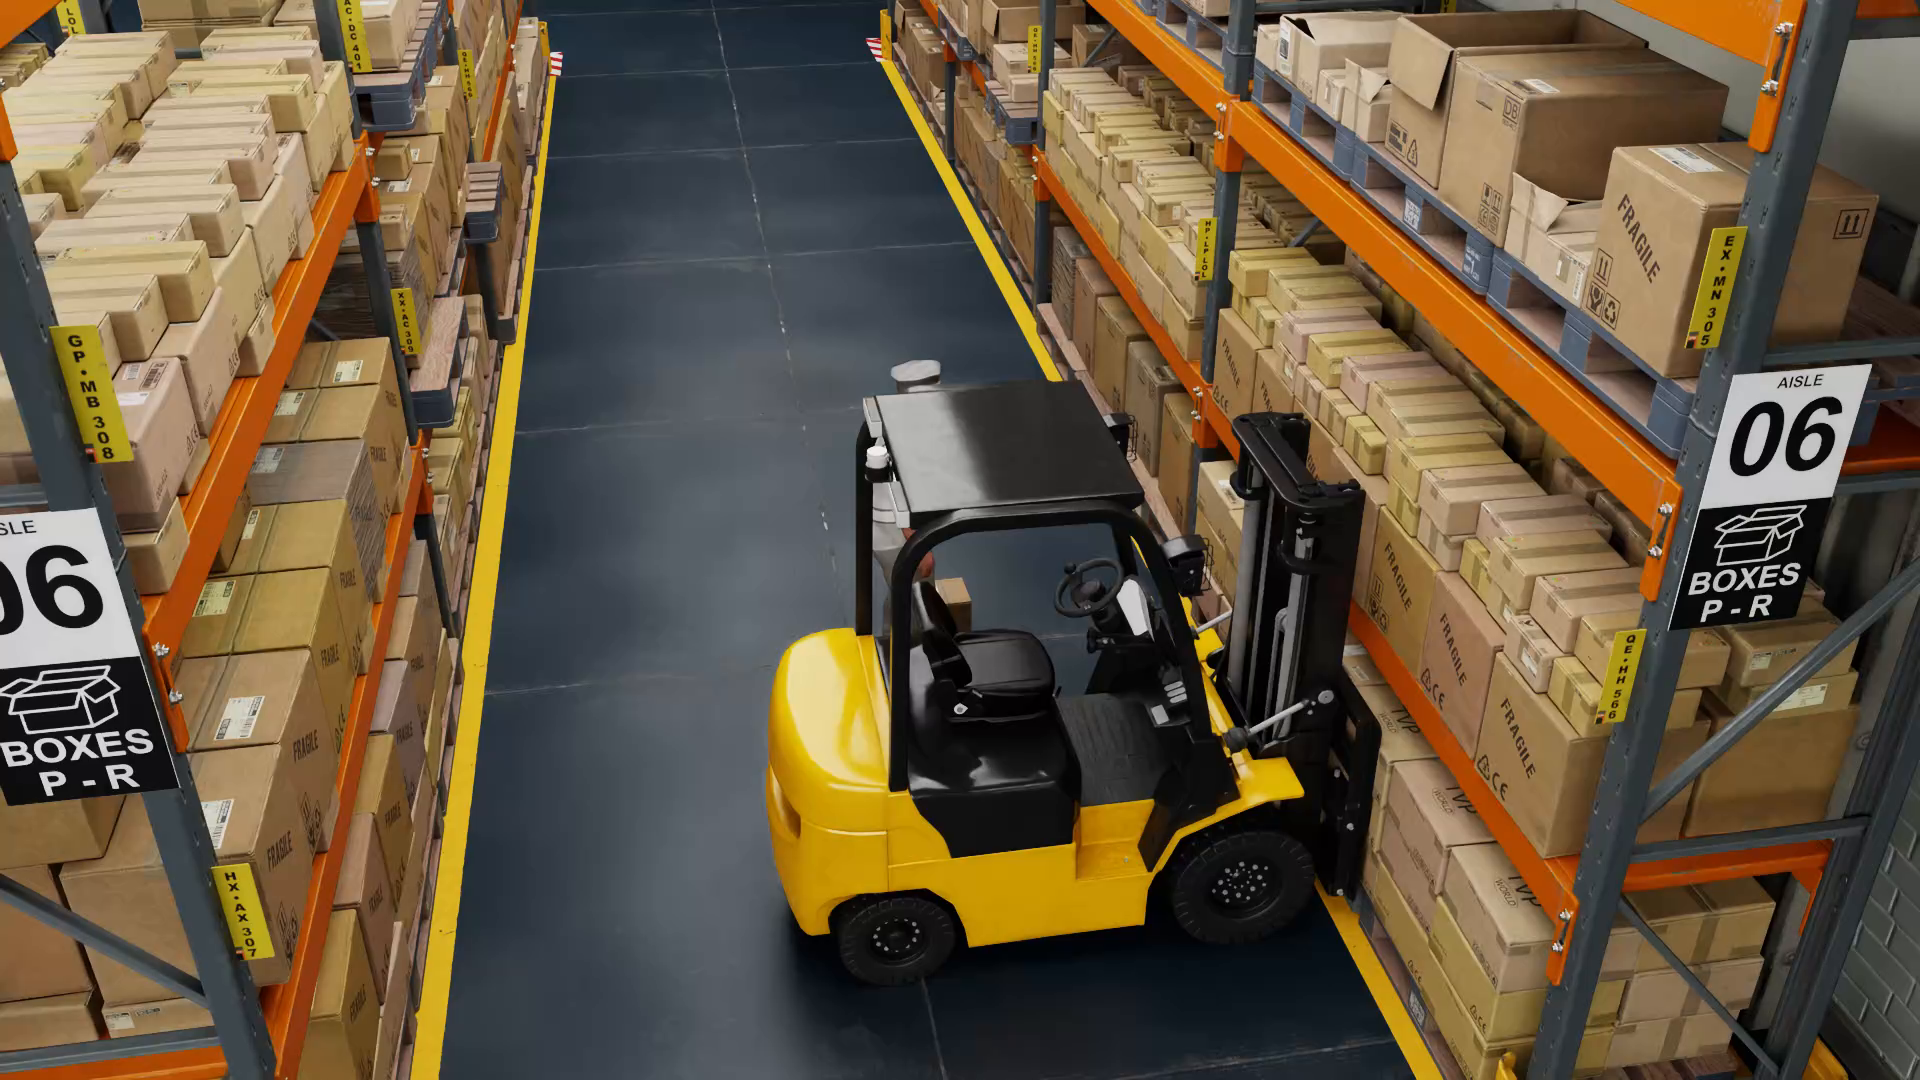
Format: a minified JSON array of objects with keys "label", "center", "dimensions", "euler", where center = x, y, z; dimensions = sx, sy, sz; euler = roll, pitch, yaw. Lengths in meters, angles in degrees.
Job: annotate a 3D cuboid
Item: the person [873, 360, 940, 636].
[{"label":"person","center":[-0.278,-0.052,8.218],"dimensions":[0.434,1.749,0.585],"euler":[-5,31,-9]}]
